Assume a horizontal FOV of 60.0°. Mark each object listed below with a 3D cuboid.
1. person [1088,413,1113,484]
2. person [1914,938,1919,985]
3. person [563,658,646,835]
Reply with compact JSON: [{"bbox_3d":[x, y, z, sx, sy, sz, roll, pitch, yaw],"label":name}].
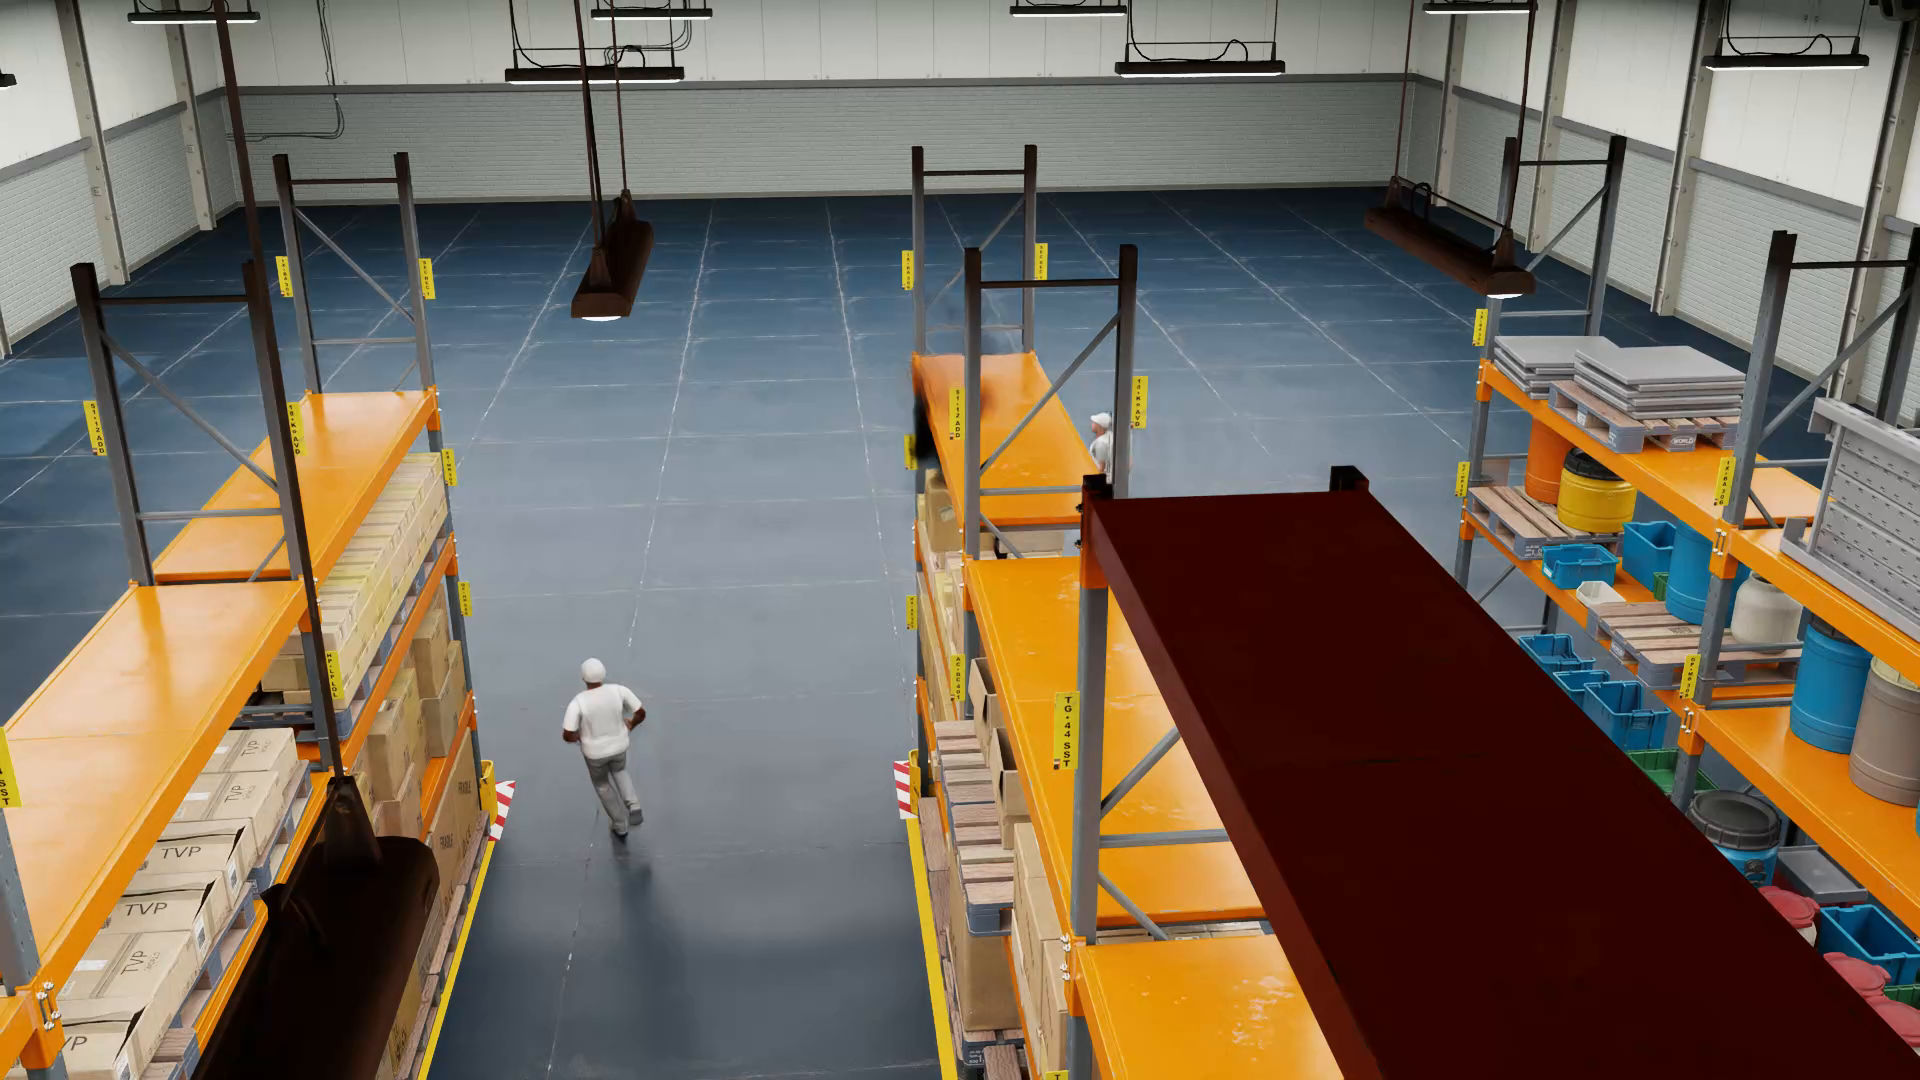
[{"bbox_3d":[1.757,-0.795,21.273,0.578,1.743,0.627,5,22,13],"label":"person"},{"bbox_3d":[7.093,2.977,11.739,0.668,1.760,0.862,-2,22,-6],"label":"person"},{"bbox_3d":[-3.147,1.829,14.700,0.734,1.718,0.523,-11,24,-25],"label":"person"}]
